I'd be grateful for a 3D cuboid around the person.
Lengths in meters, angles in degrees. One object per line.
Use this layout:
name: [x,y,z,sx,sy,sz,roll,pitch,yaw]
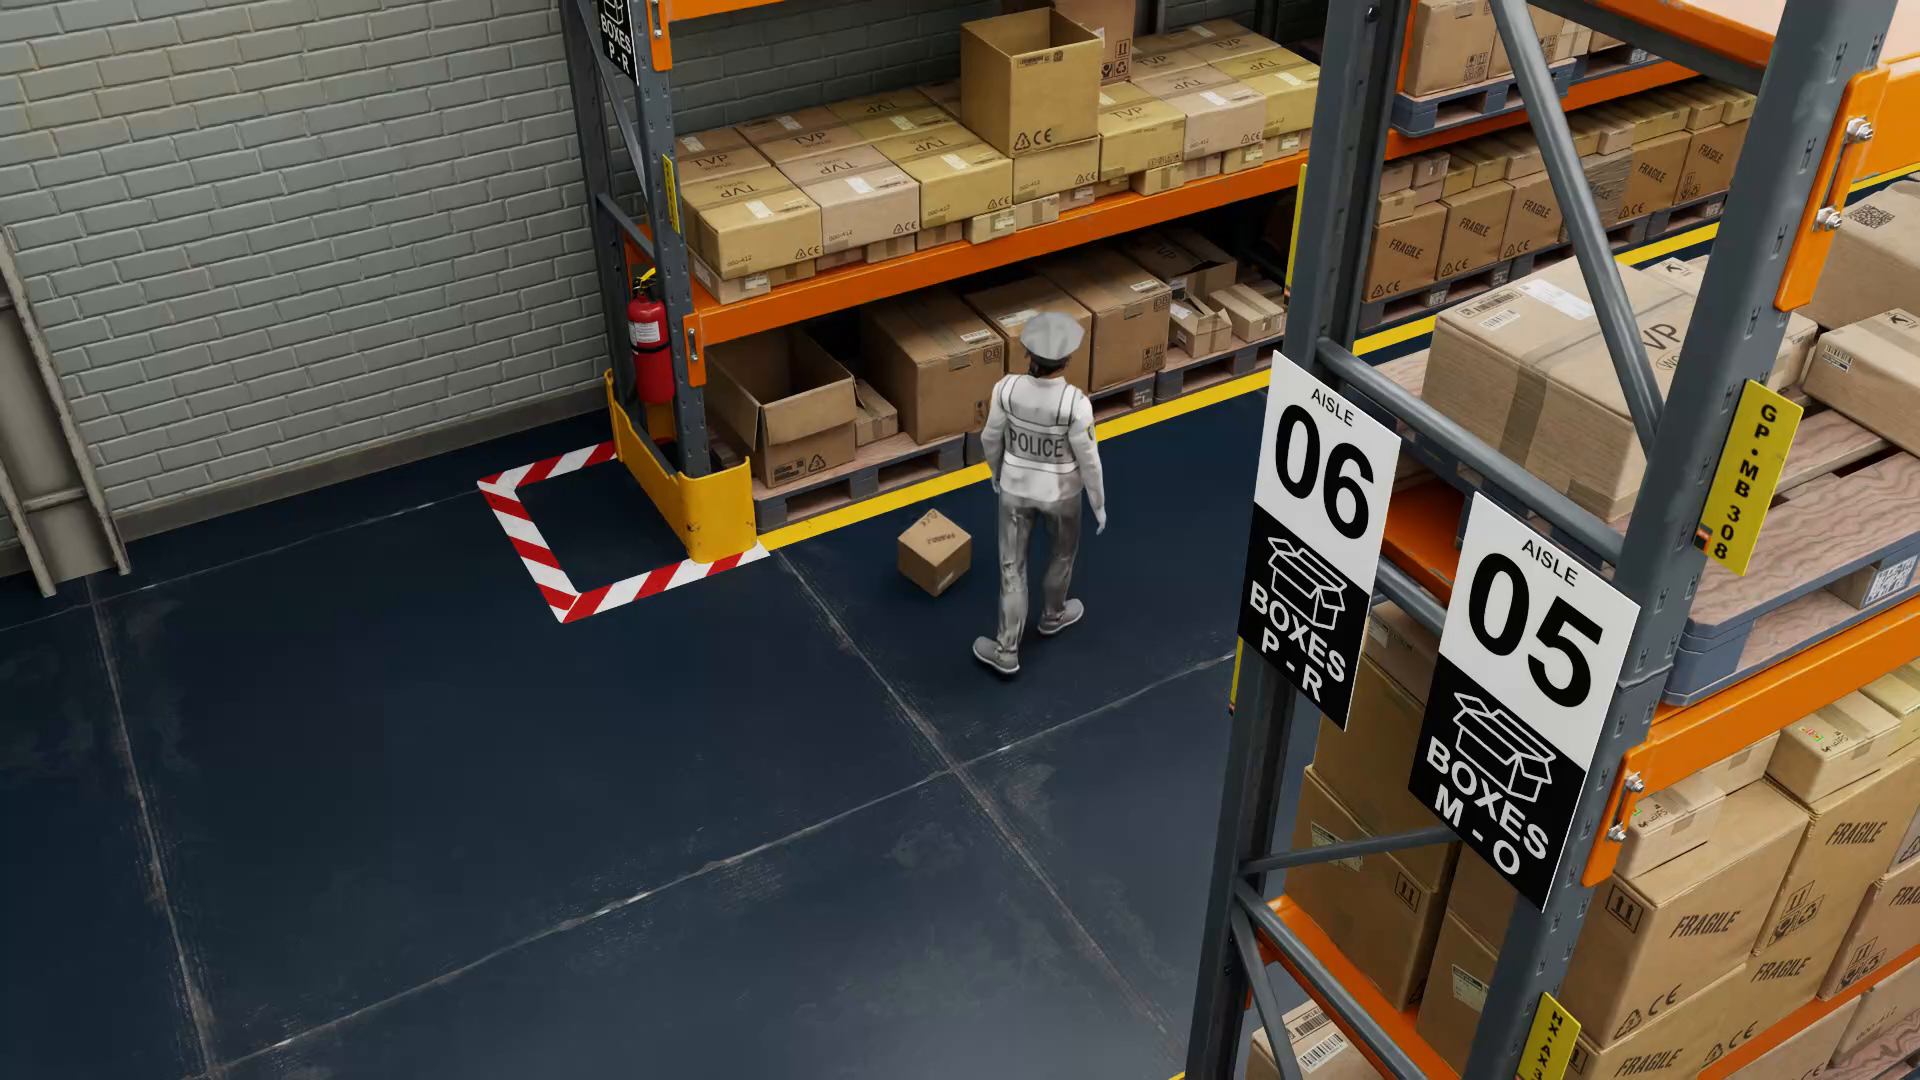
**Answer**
person: [0.354,-0.194,7.175,0.565,1.671,0.621,9,38,12]
